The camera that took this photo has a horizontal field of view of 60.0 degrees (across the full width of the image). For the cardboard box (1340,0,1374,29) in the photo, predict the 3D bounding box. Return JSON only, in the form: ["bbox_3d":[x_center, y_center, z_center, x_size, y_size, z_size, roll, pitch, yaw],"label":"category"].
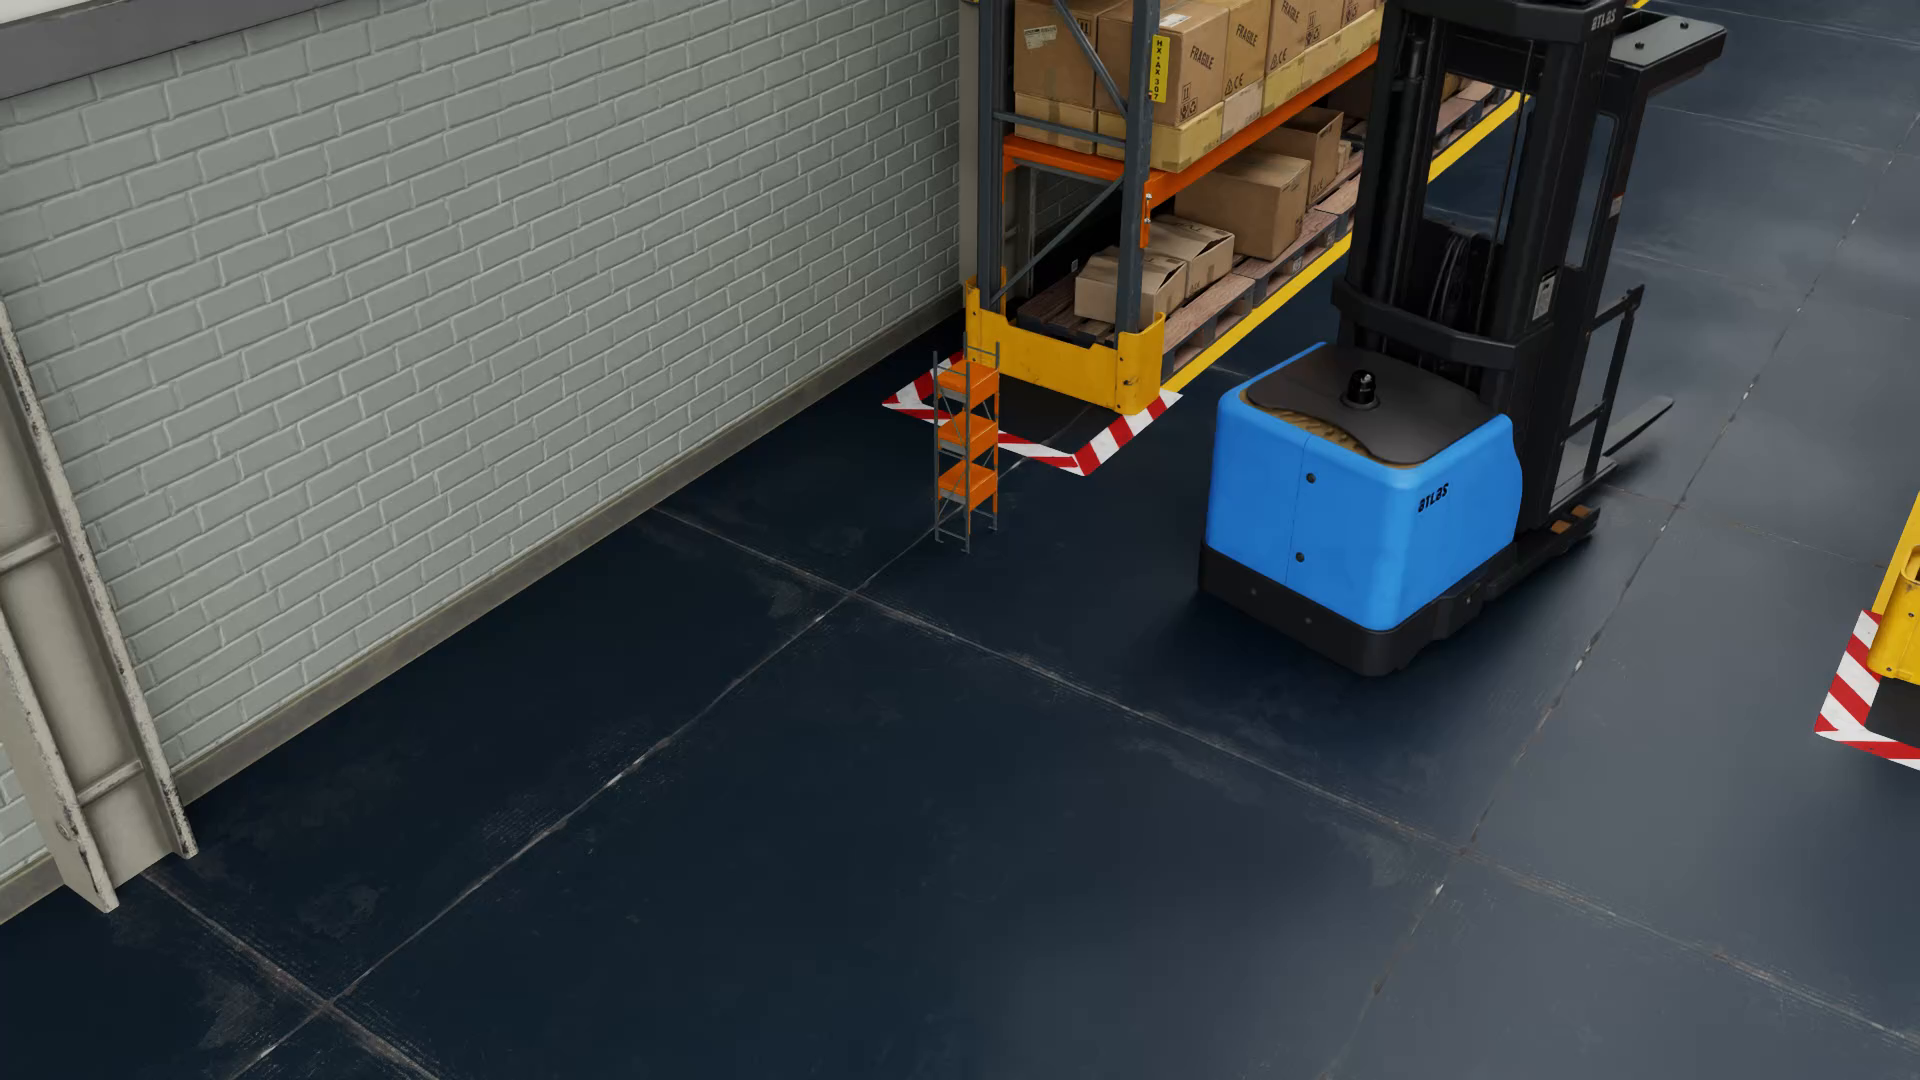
[{"bbox_3d":[2.230,-3.475,10.158,0.500,0.500,0.500,20,39,27],"label":"cardboard box"}]

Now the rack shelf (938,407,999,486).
[{"bbox_3d":[0.031,-0.451,7.998,0.215,0.259,0.240,21,39,28],"label":"rack shelf"}]

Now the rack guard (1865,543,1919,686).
[{"bbox_3d":[4.598,0.473,7.104,1.175,0.500,0.348,21,39,28],"label":"rack guard"}]

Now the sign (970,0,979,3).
[{"bbox_3d":[0.096,-2.951,8.620,0.100,0.325,0.005,21,39,28],"label":"sign"}]

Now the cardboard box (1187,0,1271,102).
[{"bbox_3d":[1.349,-2.759,9.098,0.500,0.500,0.500,21,40,28],"label":"cardboard box"}]

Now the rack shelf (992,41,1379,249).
[{"bbox_3d":[1.681,-2.776,10.320,1.077,0.370,4.000,21,39,28],"label":"rack shelf"}]

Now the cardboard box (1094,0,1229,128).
[{"bbox_3d":[1.059,-2.534,8.767,0.500,0.500,0.500,21,39,28],"label":"cardboard box"}]

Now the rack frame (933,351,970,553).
[{"bbox_3d":[-0.039,-0.403,7.909,0.200,1.050,0.008,21,39,28],"label":"rack frame"}]

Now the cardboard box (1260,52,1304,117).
[{"bbox_3d":[1.659,-2.699,9.680,0.500,0.250,0.500,21,39,27],"label":"cardboard box"}]

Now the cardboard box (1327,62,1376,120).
[{"bbox_3d":[3.227,-3.486,12.565,0.700,0.500,0.500,23,40,30],"label":"cardboard box"}]

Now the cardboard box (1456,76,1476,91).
[{"bbox_3d":[3.804,-3.961,13.269,0.700,0.500,0.500,22,40,29],"label":"cardboard box"}]

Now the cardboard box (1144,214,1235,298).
[{"bbox_3d":[1.334,-1.774,10.204,0.500,0.311,0.500,25,41,32],"label":"cardboard box"}]

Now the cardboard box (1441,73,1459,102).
[{"bbox_3d":[3.480,-3.739,12.941,0.700,0.500,0.500,20,39,27],"label":"cardboard box"}]

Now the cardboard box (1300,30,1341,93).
[{"bbox_3d":[1.949,-2.931,10.023,0.500,0.250,0.500,22,40,29],"label":"cardboard box"}]

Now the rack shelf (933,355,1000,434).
[{"bbox_3d":[0.031,-0.686,7.839,0.215,0.259,0.240,21,39,28],"label":"rack shelf"}]

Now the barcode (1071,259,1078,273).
[{"bbox_3d":[0.690,-1.652,10.014,0.001,0.075,0.075,21,39,28],"label":"barcode"}]

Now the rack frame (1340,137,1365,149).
[{"bbox_3d":[2.821,-3.995,11.479,1.000,3.000,0.127,21,39,28],"label":"rack frame"}]

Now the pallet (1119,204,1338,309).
[{"bbox_3d":[1.772,-1.955,10.953,1.003,0.211,1.213,21,39,28],"label":"pallet"}]

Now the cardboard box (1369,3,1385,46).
[{"bbox_3d":[2.509,-3.399,10.715,0.500,0.250,0.500,21,40,28],"label":"cardboard box"}]

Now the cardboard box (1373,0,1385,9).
[{"bbox_3d":[2.525,-3.704,10.496,0.500,0.500,0.500,21,39,28],"label":"cardboard box"}]

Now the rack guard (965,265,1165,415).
[{"bbox_3d":[0.583,-1.153,9.509,1.175,0.500,0.348,21,39,28],"label":"rack guard"}]

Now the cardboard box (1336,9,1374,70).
[{"bbox_3d":[2.235,-3.163,10.366,0.500,0.250,0.500,21,39,28],"label":"cardboard box"}]

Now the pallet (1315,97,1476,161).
[{"bbox_3d":[3.264,-3.198,12.791,1.003,0.211,1.213,21,39,28],"label":"pallet"}]

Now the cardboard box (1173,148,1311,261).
[{"bbox_3d":[1.793,-2.174,10.626,0.700,0.500,0.500,19,38,25],"label":"cardboard box"}]

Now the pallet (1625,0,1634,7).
[{"bbox_3d":[5.613,-5.019,15.484,1.003,0.211,1.213,21,39,28],"label":"pallet"}]

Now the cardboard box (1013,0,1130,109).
[{"bbox_3d":[0.634,-2.696,9.005,0.500,0.500,0.500,21,39,28],"label":"cardboard box"}]

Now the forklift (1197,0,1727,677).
[{"bbox_3d":[2.527,-1.333,7.605,3.031,2.935,1.130,-28,43,-35],"label":"forklift"}]

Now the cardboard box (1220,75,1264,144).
[{"bbox_3d":[1.364,-2.467,9.336,0.500,0.250,0.500,20,39,27],"label":"cardboard box"}]

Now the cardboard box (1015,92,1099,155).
[{"bbox_3d":[0.647,-2.377,9.204,0.500,0.250,0.500,22,40,29],"label":"cardboard box"}]

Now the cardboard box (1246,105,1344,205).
[{"bbox_3d":[2.262,-2.651,11.331,0.500,0.500,0.500,18,38,25],"label":"cardboard box"}]

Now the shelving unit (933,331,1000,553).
[{"bbox_3d":[0.031,-0.460,7.992,0.215,1.050,0.252,21,39,28],"label":"shelving unit"}]

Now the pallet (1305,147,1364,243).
[{"bbox_3d":[2.467,-2.519,11.787,1.003,0.211,1.213,21,39,28],"label":"pallet"}]

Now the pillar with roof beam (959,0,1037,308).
[{"bbox_3d":[3.765,-3.862,5.928,9.100,9.000,0.400,21,39,28],"label":"pillar with roof beam"}]

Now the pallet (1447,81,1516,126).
[{"bbox_3d":[3.959,-3.762,13.625,1.003,0.211,1.213,21,39,28],"label":"pallet"}]

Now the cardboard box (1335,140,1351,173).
[{"bbox_3d":[2.540,-2.748,11.772,0.380,0.166,0.250,16,37,22],"label":"cardboard box"}]

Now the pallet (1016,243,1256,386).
[{"bbox_3d":[1.076,-1.396,10.126,1.003,0.211,1.213,21,39,28],"label":"pallet"}]

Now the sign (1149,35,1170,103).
[{"bbox_3d":[0.986,-2.339,8.259,0.100,0.325,0.005,21,39,28],"label":"sign"}]

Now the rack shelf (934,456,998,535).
[{"bbox_3d":[0.031,-0.221,8.154,0.215,0.259,0.240,21,39,28],"label":"rack shelf"}]

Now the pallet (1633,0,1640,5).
[{"bbox_3d":[6.309,-5.578,16.310,1.003,0.211,1.213,21,39,28],"label":"pallet"}]

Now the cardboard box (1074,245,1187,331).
[{"bbox_3d":[1.009,-1.512,9.816,0.500,0.311,0.500,17,37,23],"label":"cardboard box"}]

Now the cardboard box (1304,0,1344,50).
[{"bbox_3d":[1.934,-3.236,9.804,0.500,0.500,0.500,23,40,30],"label":"cardboard box"}]

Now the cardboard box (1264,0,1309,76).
[{"bbox_3d":[1.649,-2.994,9.447,0.500,0.500,0.500,20,39,27],"label":"cardboard box"}]

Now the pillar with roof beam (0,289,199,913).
[{"bbox_3d":[0.344,-1.101,1.845,9.100,9.000,0.400,21,39,28],"label":"pillar with roof beam"}]

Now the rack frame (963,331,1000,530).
[{"bbox_3d":[0.100,-0.516,8.075,0.200,1.050,0.008,21,39,28],"label":"rack frame"}]

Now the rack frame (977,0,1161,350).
[{"bbox_3d":[0.540,-2.154,8.757,1.000,3.000,0.127,21,39,28],"label":"rack frame"}]

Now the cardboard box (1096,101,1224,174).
[{"bbox_3d":[1.079,-2.223,8.976,0.500,0.250,0.500,20,39,27],"label":"cardboard box"}]
